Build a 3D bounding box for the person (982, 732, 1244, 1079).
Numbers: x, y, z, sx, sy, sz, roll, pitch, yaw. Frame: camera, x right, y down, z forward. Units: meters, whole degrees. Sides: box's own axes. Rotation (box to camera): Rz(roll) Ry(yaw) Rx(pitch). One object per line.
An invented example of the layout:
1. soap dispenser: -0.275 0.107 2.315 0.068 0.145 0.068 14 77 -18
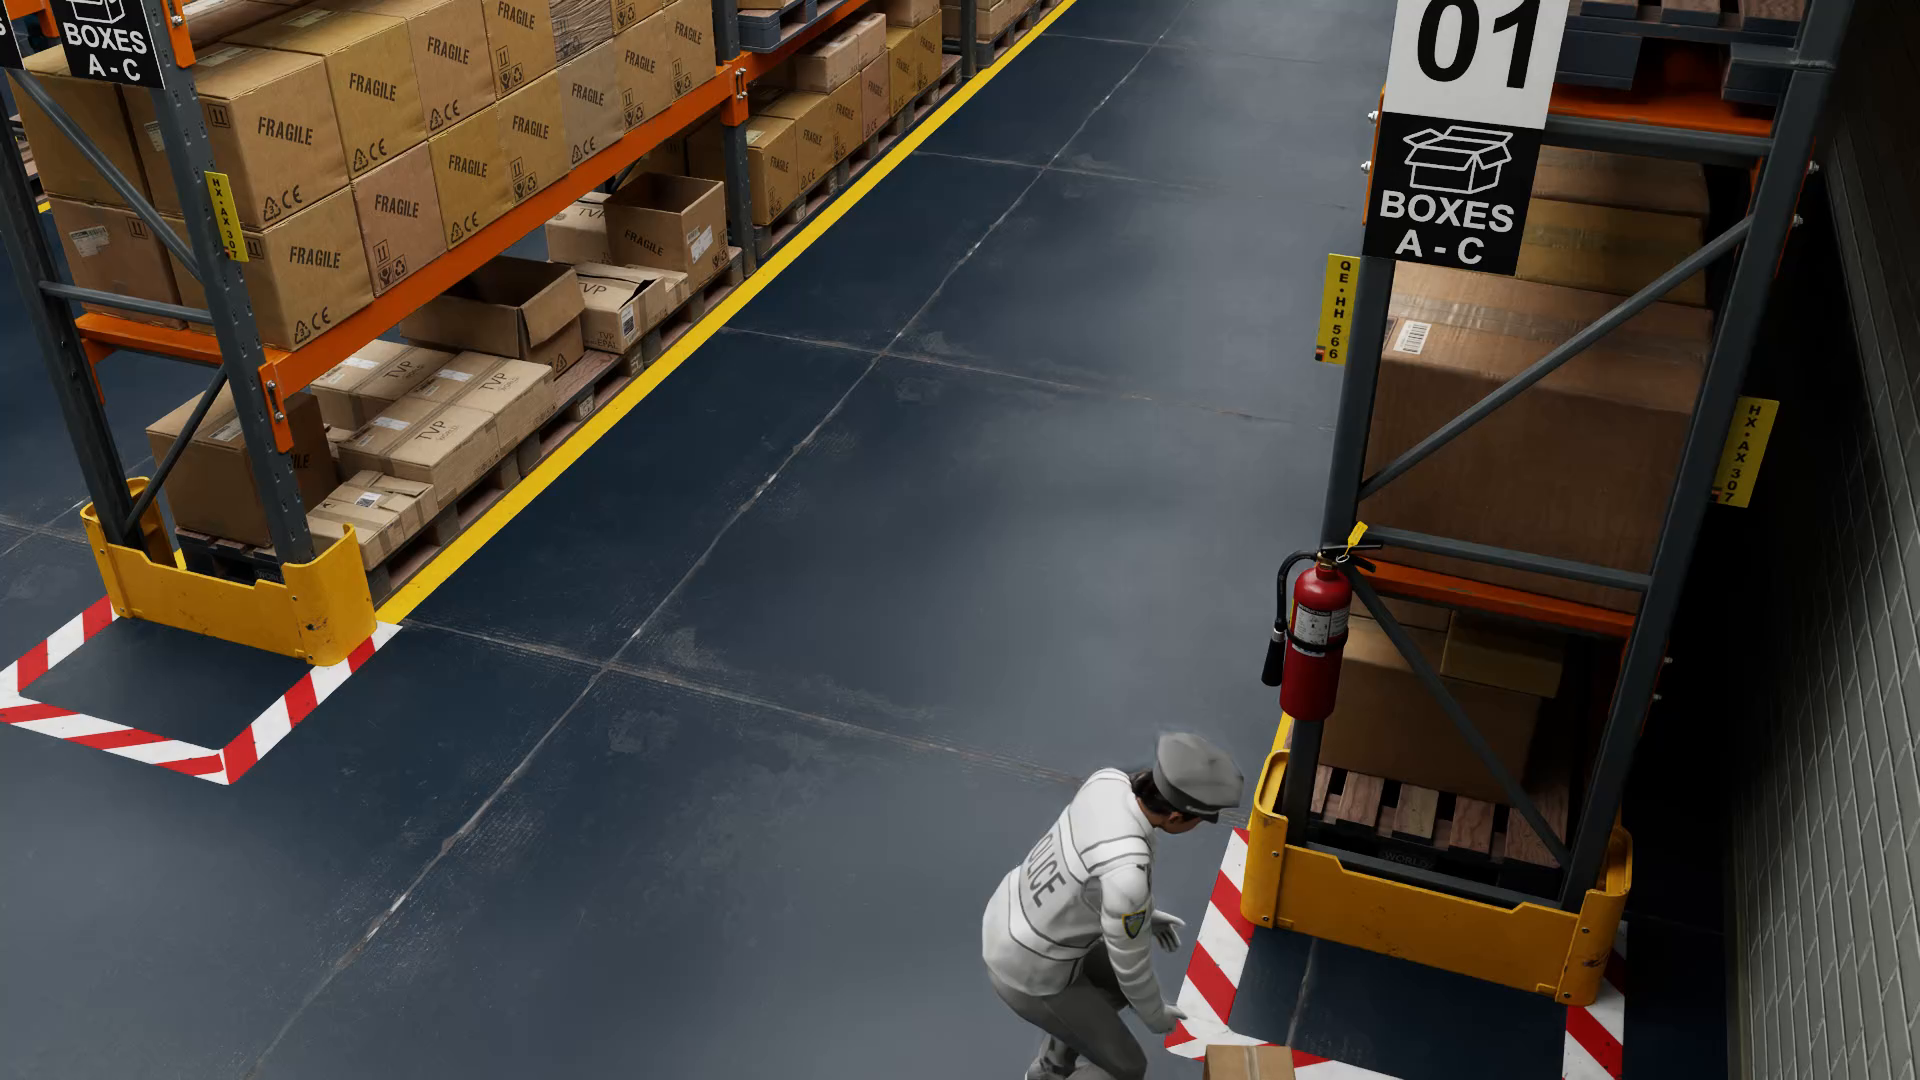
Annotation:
1. person: 0.398 1.133 4.648 0.674 1.429 0.534 1 33 2
